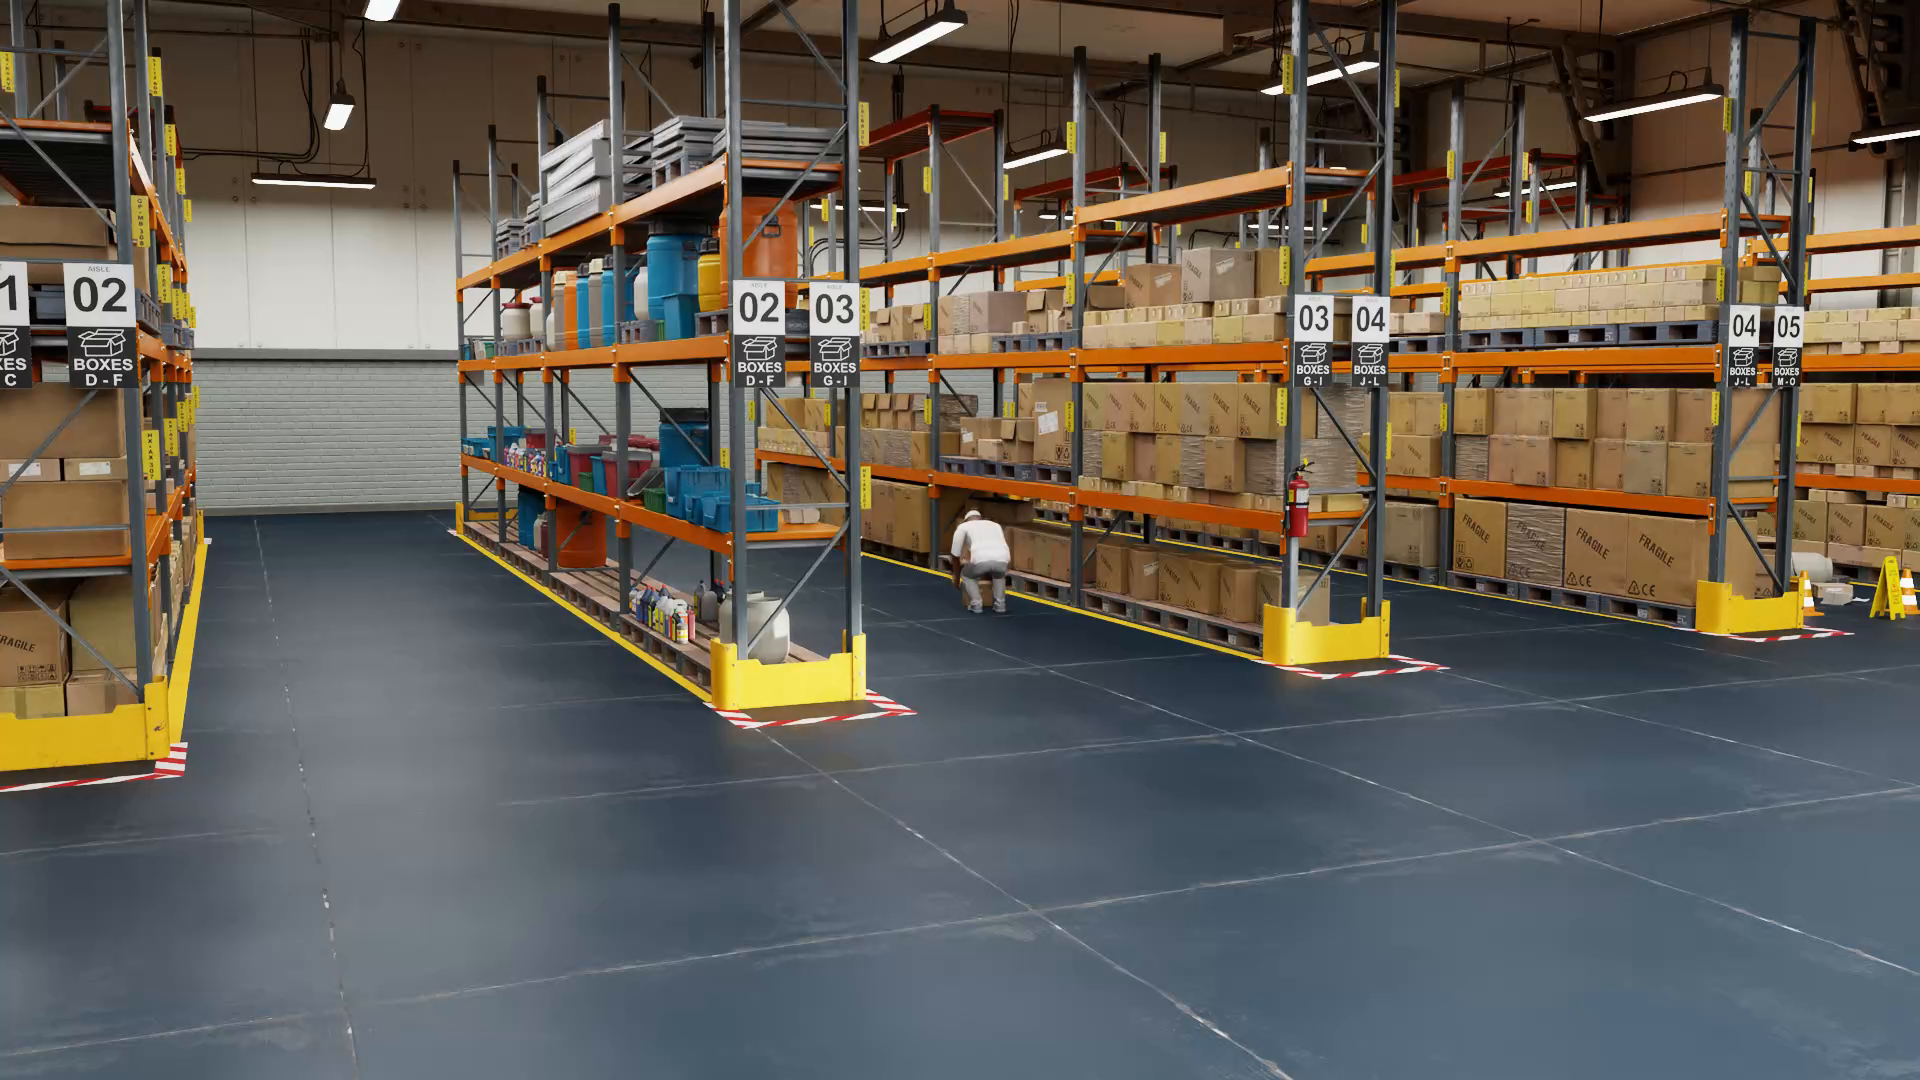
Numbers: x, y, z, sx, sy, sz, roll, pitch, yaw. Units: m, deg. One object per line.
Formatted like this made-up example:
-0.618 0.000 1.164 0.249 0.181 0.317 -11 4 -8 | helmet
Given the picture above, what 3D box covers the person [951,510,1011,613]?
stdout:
0.223 0.232 17.961 0.596 1.062 0.882 -1 5 -10 | person
